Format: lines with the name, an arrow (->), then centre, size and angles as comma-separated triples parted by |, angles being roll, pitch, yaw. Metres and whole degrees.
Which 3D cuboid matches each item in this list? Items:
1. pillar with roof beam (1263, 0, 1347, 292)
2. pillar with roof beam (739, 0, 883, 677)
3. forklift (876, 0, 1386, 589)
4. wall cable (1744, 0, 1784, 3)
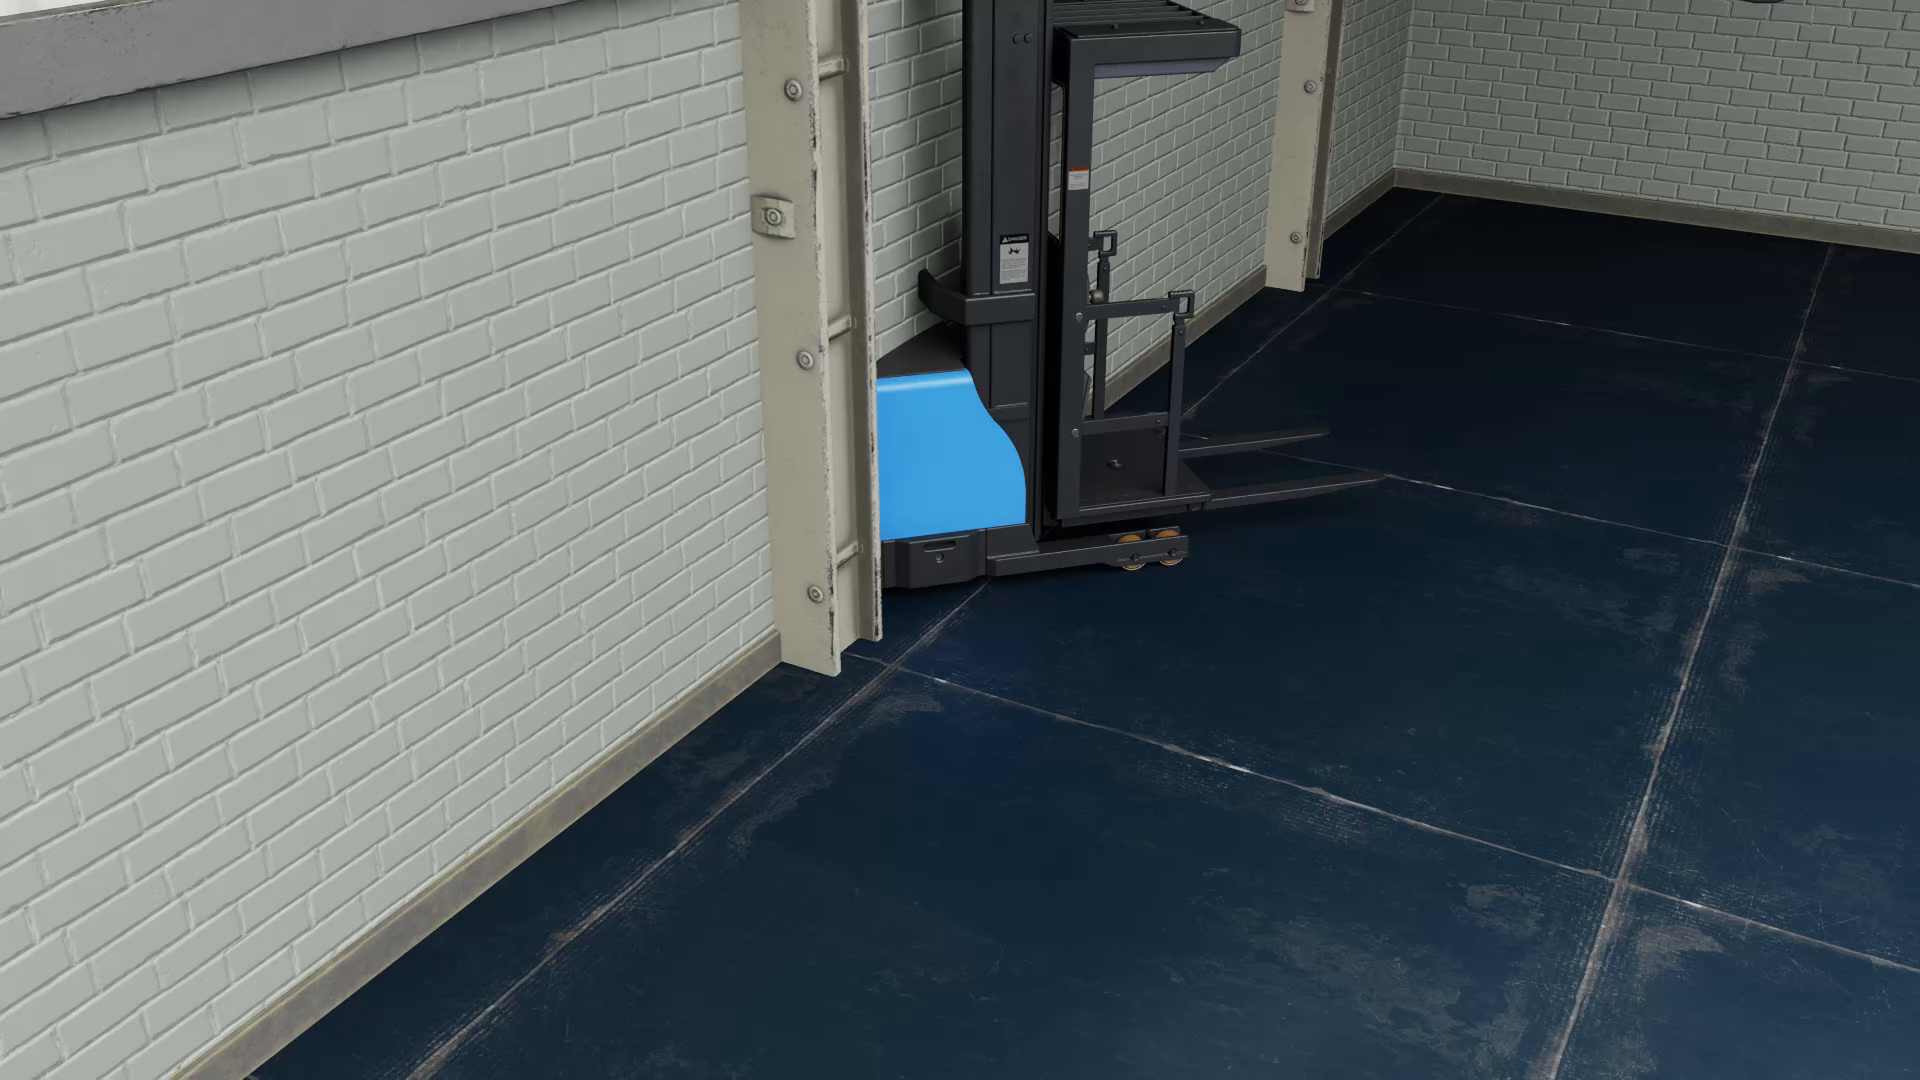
pillar with roof beam -> 6.128, -4.942, 8.070 | 9.100, 9.000, 0.400 | 14, 30, 26
pillar with roof beam -> 3.176, -2.604, 3.398 | 9.100, 9.000, 0.400 | 14, 30, 26
forklift -> 0.601, -1.386, 7.744 | 3.031, 2.935, 1.130 | -7, 27, -14
wall cable -> 4.980, -5.358, 12.370 | 3.097, 2.526, 0.112 | 14, 30, 26
